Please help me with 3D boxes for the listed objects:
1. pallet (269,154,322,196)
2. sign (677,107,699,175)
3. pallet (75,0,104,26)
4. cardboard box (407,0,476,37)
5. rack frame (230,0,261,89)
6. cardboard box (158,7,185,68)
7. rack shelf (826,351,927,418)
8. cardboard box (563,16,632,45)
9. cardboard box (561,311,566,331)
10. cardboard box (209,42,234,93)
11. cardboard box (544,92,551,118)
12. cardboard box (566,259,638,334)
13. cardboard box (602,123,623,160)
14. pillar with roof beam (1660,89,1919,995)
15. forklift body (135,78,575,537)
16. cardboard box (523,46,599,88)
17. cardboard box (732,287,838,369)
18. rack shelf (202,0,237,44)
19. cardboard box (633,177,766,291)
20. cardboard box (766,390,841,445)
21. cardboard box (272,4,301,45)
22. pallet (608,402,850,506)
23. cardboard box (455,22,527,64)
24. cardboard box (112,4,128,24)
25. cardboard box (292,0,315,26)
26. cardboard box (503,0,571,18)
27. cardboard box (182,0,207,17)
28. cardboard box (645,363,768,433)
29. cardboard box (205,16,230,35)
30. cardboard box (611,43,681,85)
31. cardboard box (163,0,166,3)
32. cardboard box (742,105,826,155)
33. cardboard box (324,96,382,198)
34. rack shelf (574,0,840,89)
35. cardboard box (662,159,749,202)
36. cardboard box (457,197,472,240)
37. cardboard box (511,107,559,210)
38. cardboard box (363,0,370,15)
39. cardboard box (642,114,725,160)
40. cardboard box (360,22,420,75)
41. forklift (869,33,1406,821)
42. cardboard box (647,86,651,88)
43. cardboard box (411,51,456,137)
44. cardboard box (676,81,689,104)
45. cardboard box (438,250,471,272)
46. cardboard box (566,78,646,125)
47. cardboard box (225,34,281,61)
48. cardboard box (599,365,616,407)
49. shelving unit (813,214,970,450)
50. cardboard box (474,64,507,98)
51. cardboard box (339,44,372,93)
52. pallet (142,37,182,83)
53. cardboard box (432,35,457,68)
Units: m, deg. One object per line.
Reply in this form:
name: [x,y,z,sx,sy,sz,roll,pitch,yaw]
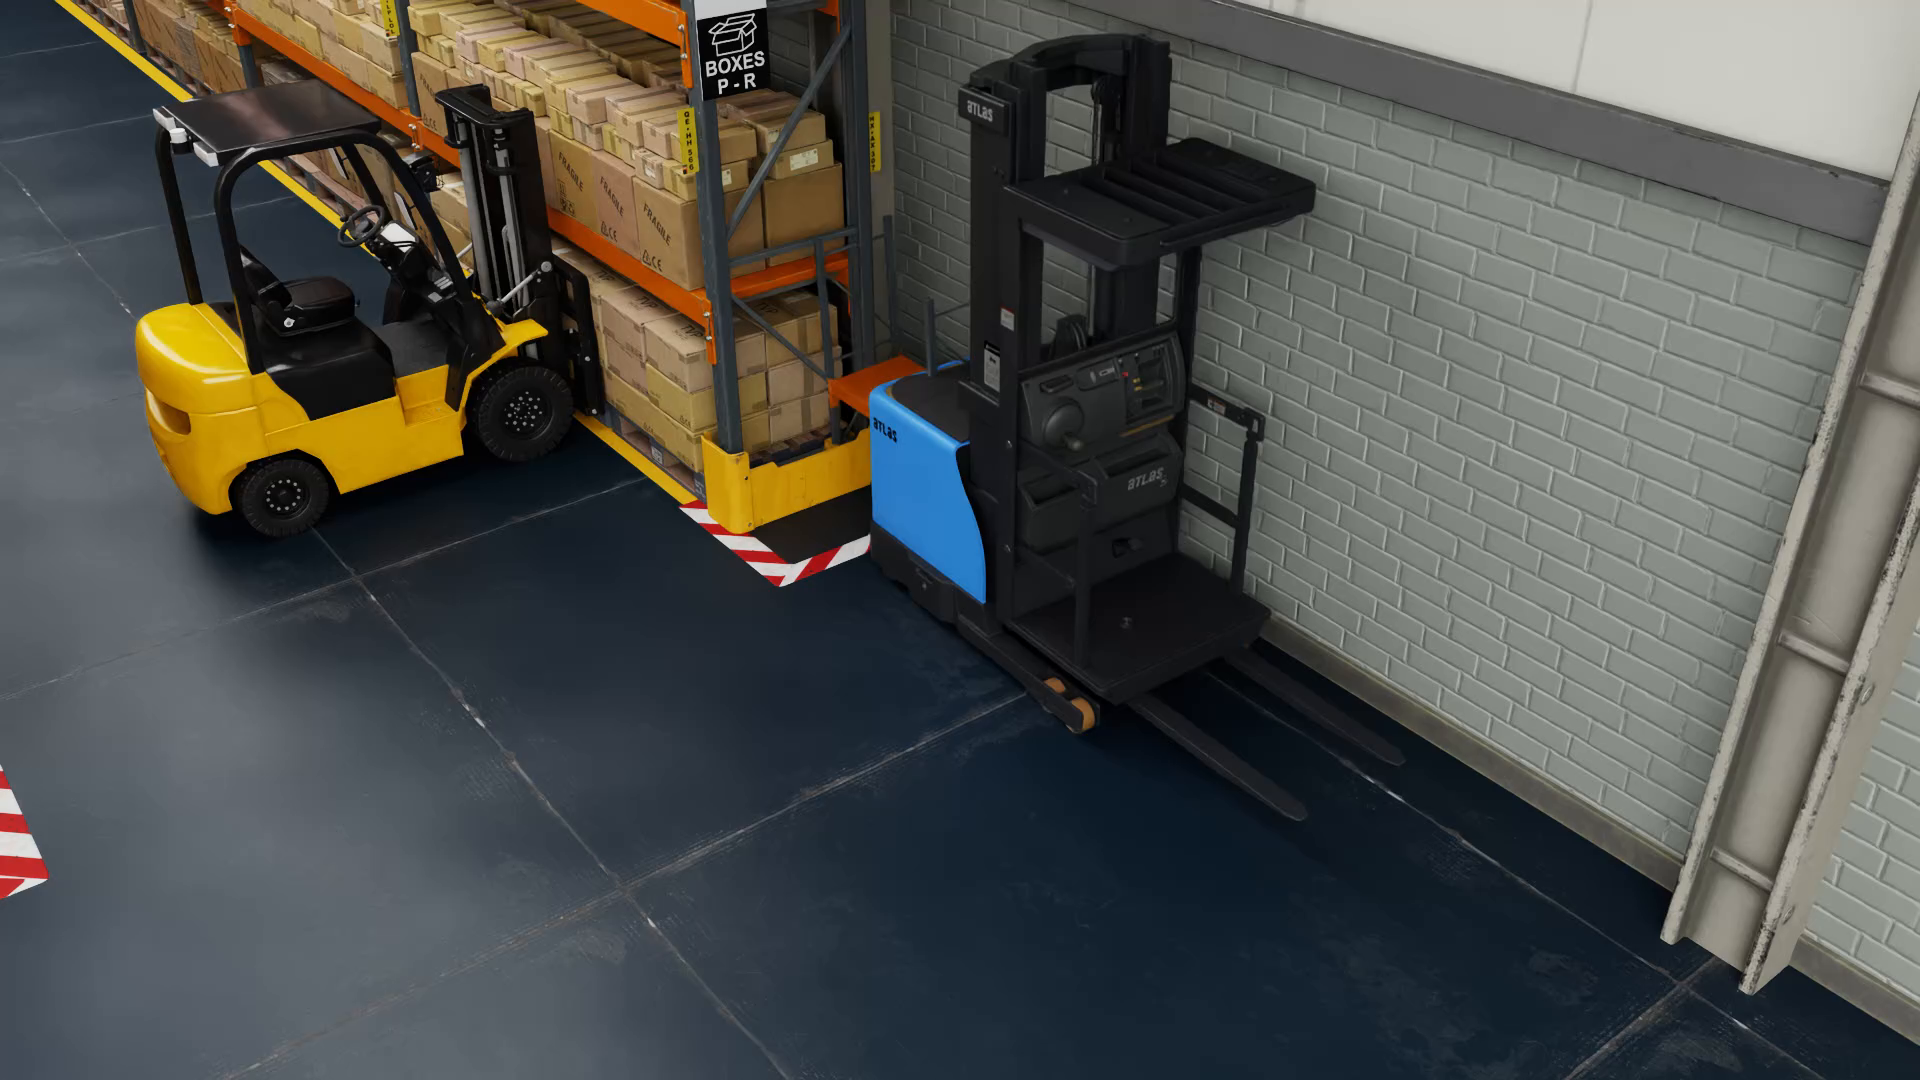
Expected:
pallet: [-5.345,-3.359,14.458,1.003,0.211,1.213,-22,38,-31]
sign: [-1.350,-1.988,8.285,0.100,0.325,0.005,-22,38,-31]
pallet: [-9.444,-6.177,18.995,1.003,0.211,1.213,-22,38,-31]
cardboard box: [-3.405,-3.448,10.966,0.380,0.149,0.250,-21,38,-30]
rack frame: [-5.819,-4.899,14.295,1.000,3.000,0.127,-22,38,-31]
cardboard box: [-7.516,-4.980,16.396,0.500,0.500,0.500,-24,39,-33]
rack shelf: [-0.245,-0.720,9.250,0.538,0.185,1.000,-24,39,-29]
cardboard box: [-2.291,-3.218,10.597,0.380,0.149,0.250,-23,39,-32]
cardboard box: [-2.395,-1.520,10.588,0.500,0.250,0.500,-22,38,-32]
cardboard box: [-6.547,-4.334,15.357,0.500,0.500,0.500,-23,39,-32]
cardboard box: [-2.235,-2.597,9.878,0.380,0.149,0.250,-23,38,-32]
cardboard box: [-2.077,-1.509,10.097,0.500,0.250,0.500,-22,38,-31]
cardboard box: [-1.781,-2.269,9.350,0.380,0.149,0.250,-23,38,-32]
pillar with roof beam: [-0.349,-0.802,2.012,9.100,9.000,0.400,-22,38,-31]
forklift body: [-3.517,-1.404,9.473,2.313,2.155,1.214,-22,38,-31]
cardboard box: [-2.385,-2.838,9.985,0.380,0.149,0.250,-22,38,-31]
cardboard box: [-1.058,-1.262,9.699,0.500,0.250,0.500,-23,39,-32]
rack shelf: [-7.045,-5.427,15.827,1.077,0.370,4.000,-22,38,-31]
cardboard box: [-1.422,-1.728,9.094,0.500,0.500,0.500,-23,39,-32]
cardboard box: [-1.060,-0.843,9.973,0.500,0.250,0.500,-22,38,-31]
cardboard box: [-5.114,-4.148,13.227,0.500,0.250,0.500,-24,39,-33]
pallet: [-1.415,-0.686,10.154,1.003,0.211,1.213,-22,38,-31]
cardboard box: [-2.933,-3.124,10.445,0.380,0.149,0.250,-21,38,-30]
cardboard box: [-8.845,-5.671,17.841,0.380,0.149,0.250,-24,39,-33]
cardboard box: [-4.794,-4.146,12.751,0.500,0.250,0.500,-22,38,-31]
cardboard box: [-2.810,-3.523,11.088,0.380,0.149,0.250,-23,39,-33]
cardboard box: [-7.223,-5.096,15.968,0.380,0.149,0.250,-22,38,-31]
cardboard box: [-1.459,-0.889,9.573,0.500,0.250,0.500,-23,38,-32]
cardboard box: [-6.766,-4.767,15.439,0.380,0.149,0.250,-21,38,-30]
cardboard box: [-1.876,-2.872,10.040,0.380,0.149,0.250,-22,38,-31]
cardboard box: [-7.686,-5.419,16.489,0.380,0.149,0.250,-23,39,-32]
cardboard box: [-0.950,-2.218,8.987,0.380,0.149,0.250,-23,39,-32]
cardboard box: [-4.627,-3.254,13.499,0.875,0.625,0.625,-24,39,-33]
rack shelf: [-2.140,-3.367,9.667,1.077,0.370,4.000,-22,38,-31]
cardboard box: [-1.347,-1.937,8.816,0.380,0.149,0.250,-22,38,-31]
cardboard box: [-3.012,-2.148,11.125,0.500,0.250,0.500,-22,38,-31]
cardboard box: [-2.365,-2.366,10.122,0.500,0.500,0.500,-22,38,-31]
cardboard box: [-4.032,-3.841,11.882,0.380,0.149,0.250,-22,38,-31]
cardboard box: [-1.475,-2.183,8.931,0.380,0.149,0.250,-22,38,-31]
cardboard box: [-3.869,-3.503,11.715,0.500,0.250,0.500,-23,39,-32]
forklift: [0.793,-0.632,7.490,1.130,2.935,3.031,-21,38,-30]
cardboard box: [-1.649,-2.667,9.992,0.380,0.149,0.250,-21,37,-30]
cardboard box: [-3.300,-3.005,11.151,0.500,0.500,0.500,-23,39,-33]
cardboard box: [-1.397,-2.552,9.524,0.380,0.149,0.250,-22,38,-31]
cardboard box: [-3.331,-1.934,11.728,0.500,0.250,0.500,-22,38,-31]
cardboard box: [-1.998,-2.484,9.415,0.380,0.149,0.250,-21,38,-30]
cardboard box: [-6.322,-4.415,14.872,0.380,0.149,0.250,-24,39,-34]
cardboard box: [-2.048,-1.091,10.371,0.500,0.250,0.500,-22,38,-31]
shelving unit: [-0.257,-0.874,9.157,0.587,1.500,1.083,-24,39,-29]
cardboard box: [-2.784,-2.888,10.348,0.380,0.149,0.250,-23,38,-32]
cardboard box: [-4.194,-3.501,12.187,0.500,0.250,0.500,-23,38,-32]
pallet: [-7.743,-5.055,17.189,1.003,0.211,1.213,-22,38,-31]
cardboard box: [-3.218,-3.225,10.889,0.380,0.149,0.250,-21,38,-30]
